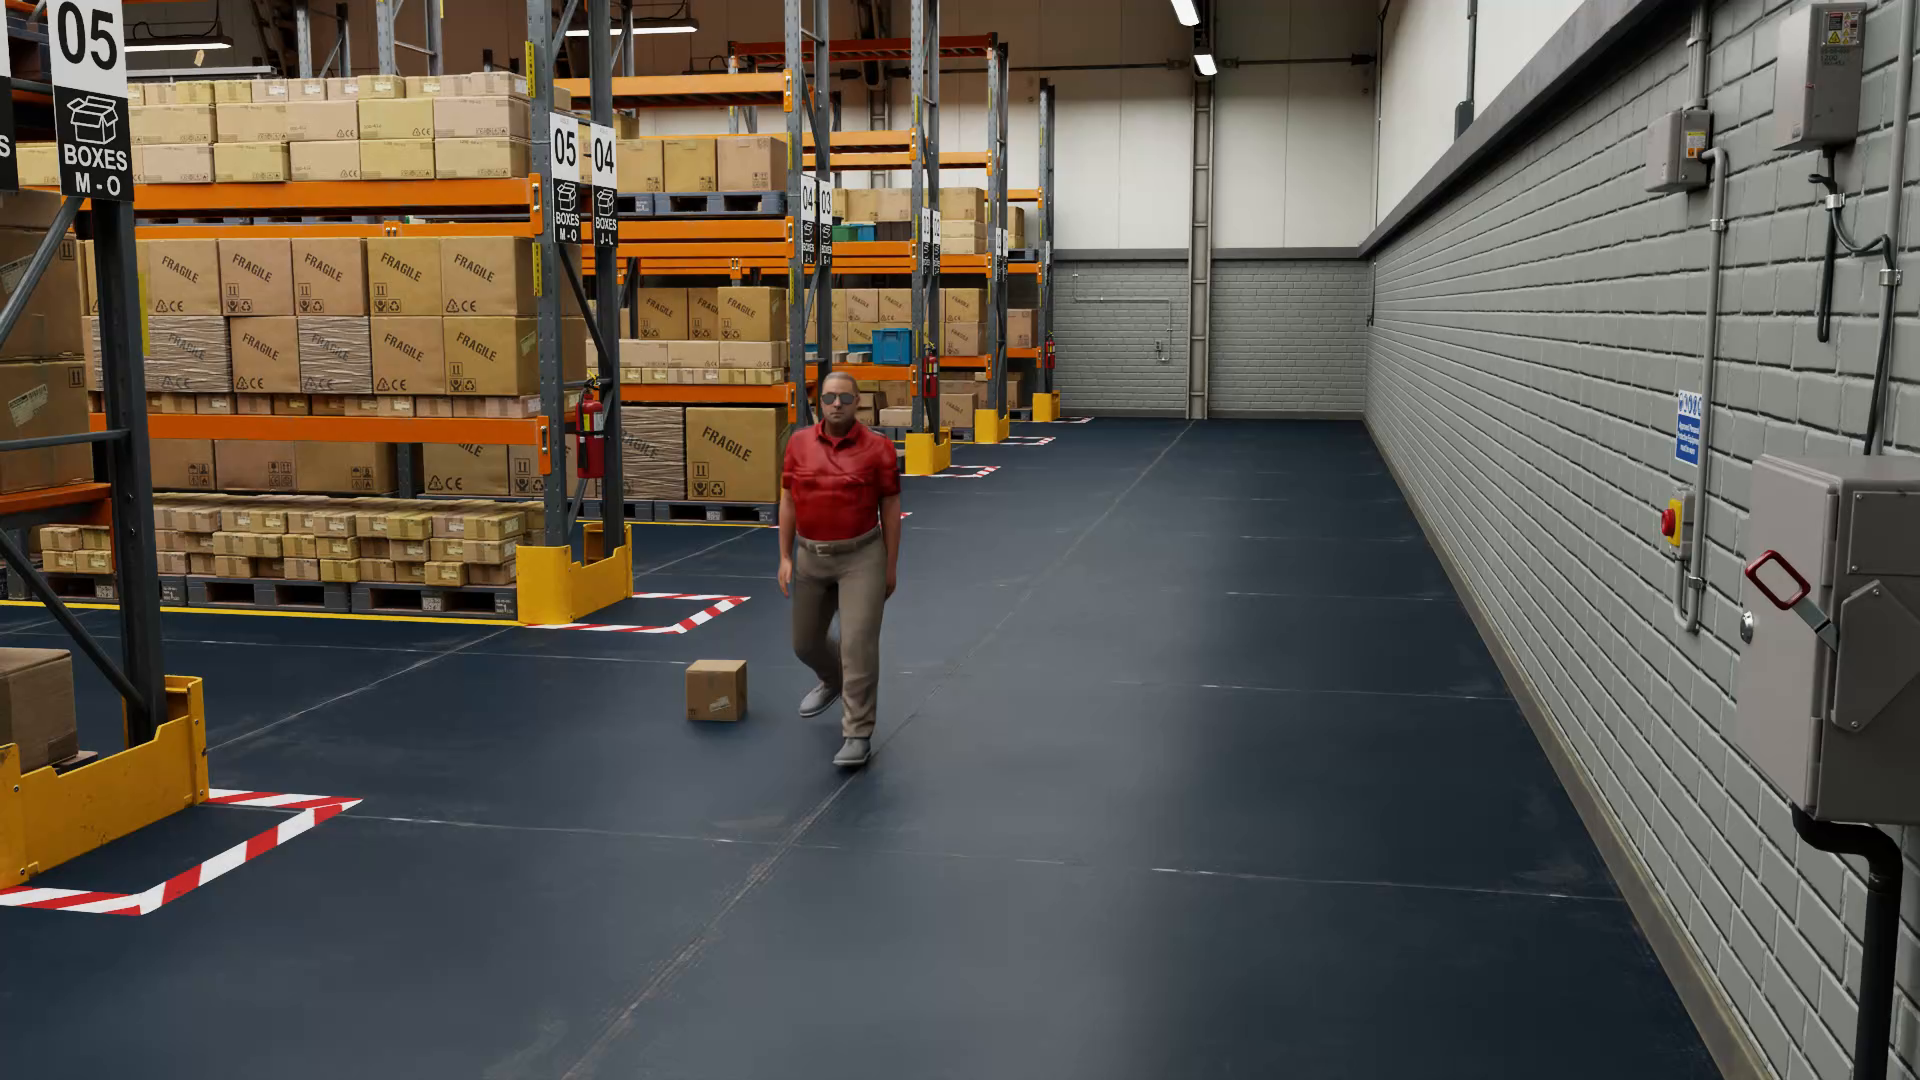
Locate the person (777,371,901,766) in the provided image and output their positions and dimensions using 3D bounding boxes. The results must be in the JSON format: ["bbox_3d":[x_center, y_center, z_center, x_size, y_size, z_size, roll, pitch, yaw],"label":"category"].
[{"bbox_3d":[-0.548,0.090,7.494,0.601,1.705,0.874,2,8,15],"label":"person"}]
